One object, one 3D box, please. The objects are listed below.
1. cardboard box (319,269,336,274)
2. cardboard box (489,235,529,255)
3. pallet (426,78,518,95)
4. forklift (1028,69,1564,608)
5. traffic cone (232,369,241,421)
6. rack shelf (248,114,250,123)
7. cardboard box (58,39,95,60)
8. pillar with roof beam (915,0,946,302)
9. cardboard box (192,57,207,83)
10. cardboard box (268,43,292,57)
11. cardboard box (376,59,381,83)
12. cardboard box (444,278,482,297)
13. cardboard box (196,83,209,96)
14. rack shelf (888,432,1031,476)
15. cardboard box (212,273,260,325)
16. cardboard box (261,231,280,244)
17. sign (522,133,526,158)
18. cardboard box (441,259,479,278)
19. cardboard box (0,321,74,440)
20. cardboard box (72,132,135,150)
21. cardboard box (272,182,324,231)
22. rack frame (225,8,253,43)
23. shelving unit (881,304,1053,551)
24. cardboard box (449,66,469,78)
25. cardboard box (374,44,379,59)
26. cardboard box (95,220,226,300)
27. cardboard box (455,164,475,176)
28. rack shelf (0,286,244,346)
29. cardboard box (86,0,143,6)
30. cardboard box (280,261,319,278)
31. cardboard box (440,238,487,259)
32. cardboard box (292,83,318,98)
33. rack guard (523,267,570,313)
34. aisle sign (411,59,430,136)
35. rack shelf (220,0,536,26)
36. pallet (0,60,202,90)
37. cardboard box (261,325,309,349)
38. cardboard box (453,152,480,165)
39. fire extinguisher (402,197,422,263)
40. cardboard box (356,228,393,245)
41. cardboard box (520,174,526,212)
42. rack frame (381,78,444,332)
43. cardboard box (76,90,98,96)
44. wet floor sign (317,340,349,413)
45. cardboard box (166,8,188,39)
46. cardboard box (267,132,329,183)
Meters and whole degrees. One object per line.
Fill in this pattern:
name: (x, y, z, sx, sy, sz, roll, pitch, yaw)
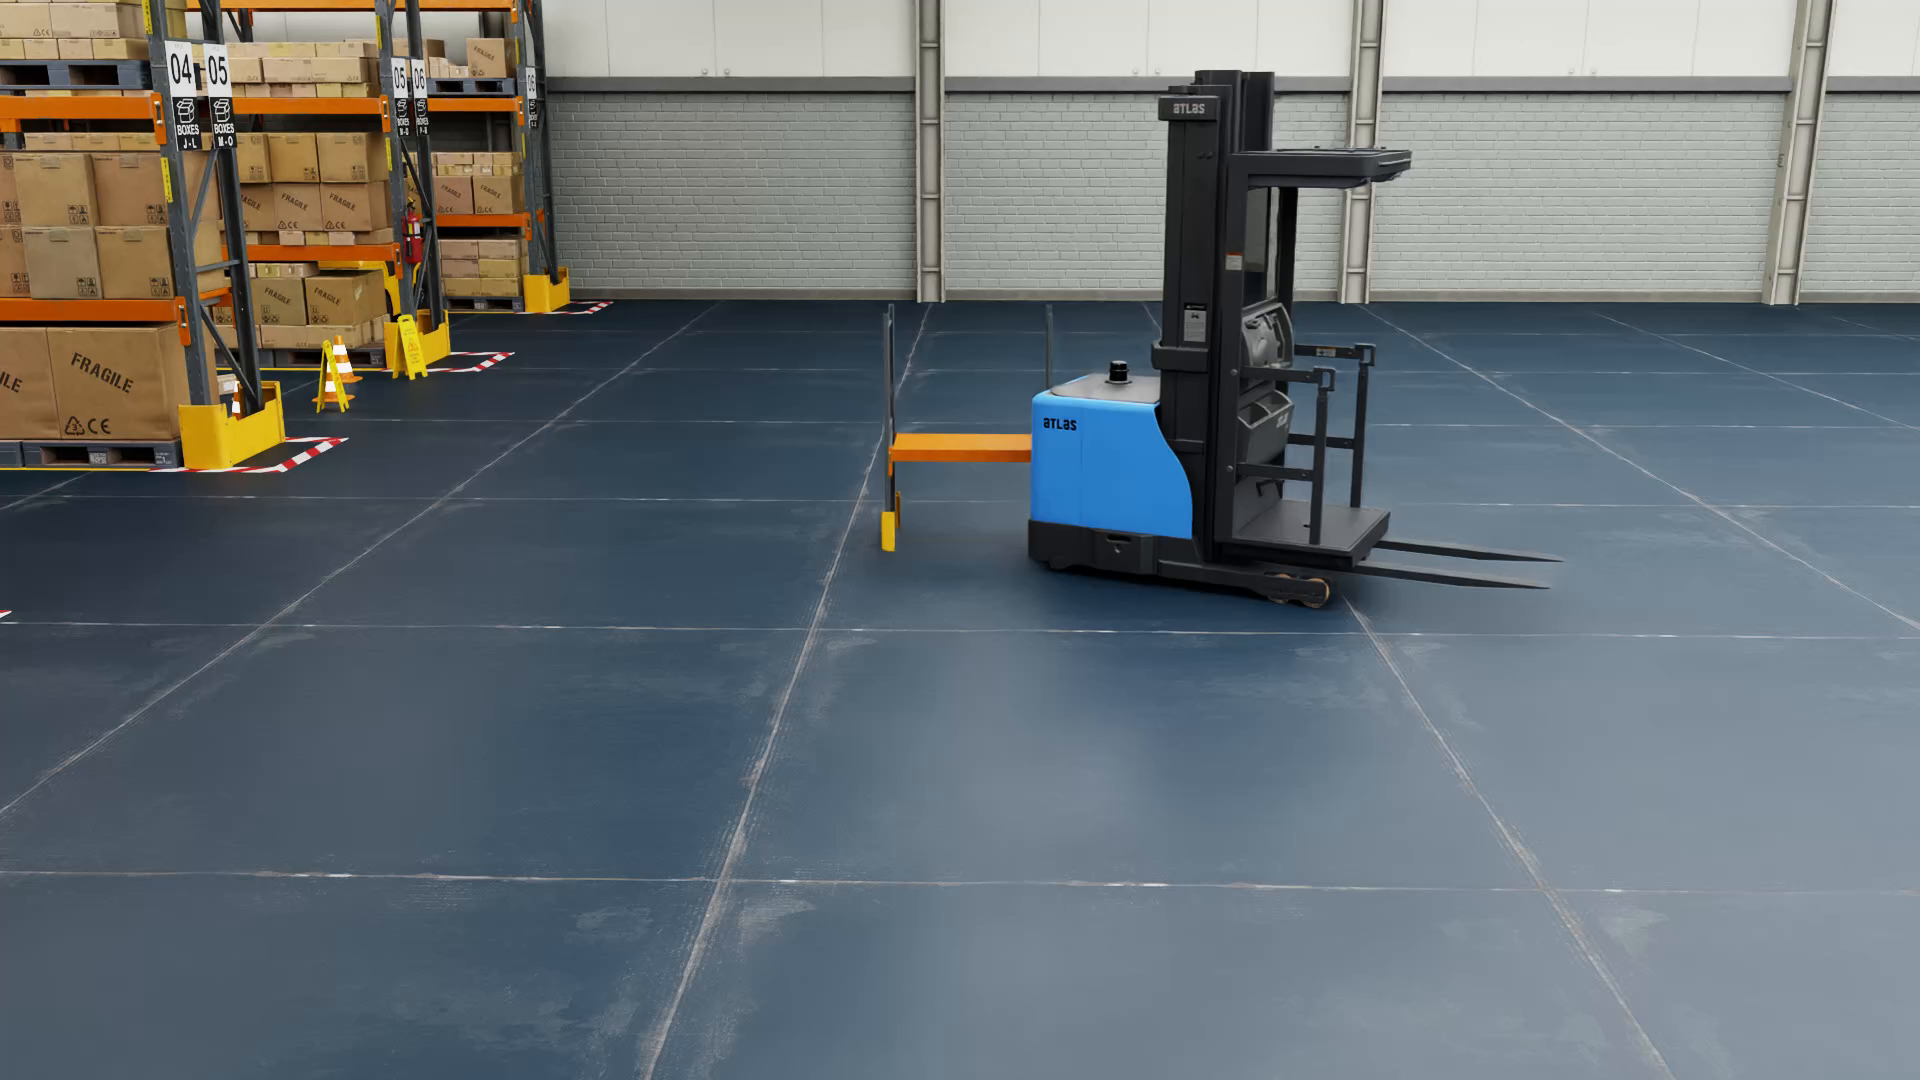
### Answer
cardboard box: (-7.206, -2.725, 18.385, 0.500, 0.500, 0.500, 0, 15, -1)
cardboard box: (-6.212, -4.085, 23.050, 0.500, 0.250, 0.500, 0, 15, 1)
pallet: (-6.443, -6.095, 22.357, 1.213, 0.211, 1.003, 0, 15, 1)
forklift: (1.970, -1.189, 9.601, 3.031, 2.935, 1.130, 7, 16, 25)
traffic cone: (-6.380, -1.287, 14.810, 0.334, 0.463, 0.336, 0, 15, 1)
rack shelf: (-11.735, -5.818, 22.543, 4.000, 0.370, 1.077, 0, 15, 1)
cardboard box: (-6.478, -3.646, 12.371, 0.250, 0.149, 0.380, 0, 15, 2)
pillar with roof beam: (-0.522, -6.675, 18.499, 0.400, 9.000, 9.100, 0, 15, 1)
cardboard box: (-7.905, -4.876, 17.270, 0.500, 0.250, 0.500, 1, 15, 2)
cardboard box: (-6.970, -5.075, 17.247, 0.250, 0.149, 0.380, 0, 15, 2)
cardboard box: (-6.356, -5.004, 17.756, 0.500, 0.250, 0.500, 0, 15, 0)
cardboard box: (-6.711, -3.478, 22.711, 0.500, 0.250, 0.500, 0, 15, 1)
cardboard box: (-7.760, -4.669, 17.270, 0.250, 0.149, 0.380, 0, 15, 1)
rack shelf: (0.057, -0.555, 10.708, 1.000, 0.185, 0.538, 0, 15, 2)
cardboard box: (-7.693, -2.593, 17.886, 0.500, 0.500, 0.500, 0, 15, 0)
cardboard box: (-7.262, -3.249, 17.768, 0.250, 0.149, 0.380, 1, 15, 2)
sign: (-5.765, -5.213, 21.984, 0.005, 0.325, 0.100, 0, 15, 1)
cardboard box: (-6.732, -3.721, 22.652, 0.500, 0.250, 0.500, 0, 15, 1)
cardboard box: (-7.444, -1.316, 13.291, 0.875, 0.875, 0.875, 0, 15, 1)
cardboard box: (-8.914, -4.045, 17.554, 0.500, 0.500, 0.700, 0, 15, 2)
cardboard box: (-6.910, -3.541, 17.601, 0.500, 0.500, 0.500, 0, 15, 2)
rack frame: (-9.735, -7.603, 22.019, 0.127, 3.000, 1.000, 0, 15, 1)
shelving unit: (0.048, -0.729, 10.662, 1.083, 1.500, 0.587, 0, 15, 2)
cardboard box: (-6.573, -6.185, 21.996, 0.250, 0.149, 0.380, 0, 15, 0)
cardboard box: (-6.210, -5.180, 17.641, 0.250, 0.149, 0.380, 0, 15, 1)
cardboard box: (-6.257, -2.211, 13.047, 0.550, 0.550, 0.875, 0, 15, 1)
cardboard box: (-6.605, -4.981, 22.371, 0.250, 0.149, 0.380, 1, 15, 2)
rack shelf: (-7.885, -1.813, 13.242, 4.000, 0.370, 1.077, 0, 15, 1)
cardboard box: (-6.231, -4.029, 12.262, 0.250, 0.149, 0.380, 1, 15, 2)
cardboard box: (-7.036, -2.885, 17.718, 0.250, 0.149, 0.380, 1, 15, 3)
cardboard box: (-6.716, -3.959, 22.572, 0.500, 0.250, 0.500, 1, 15, 2)
cardboard box: (-6.738, -4.674, 17.290, 0.250, 0.149, 0.380, 1, 15, 3)
rack guard: (-5.713, -3.468, 23.004, 0.348, 0.500, 1.175, 0, 15, 1)
aisle sign: (-5.790, -4.746, 17.854, 0.004, 0.787, 0.394, 0, 15, 1)
rack shelf: (-7.736, -7.049, 22.113, 4.000, 0.370, 1.077, 0, 15, 1)
pallet: (-6.627, -3.557, 12.737, 1.213, 0.211, 1.003, 0, 15, 1)
cardboard box: (-7.192, -2.226, 17.965, 0.500, 0.250, 0.500, 0, 15, 2)
cardboard box: (-6.610, -5.119, 22.314, 0.250, 0.149, 0.380, 1, 15, 3)
fire extinguisher: (-5.757, -3.255, 17.449, 0.183, 0.674, 0.296, 0, 15, 1)
cardboard box: (-6.239, -3.237, 17.722, 0.250, 0.149, 0.380, 1, 15, 3)
cardboard box: (-6.225, -4.799, 22.954, 0.500, 0.500, 0.500, 1, 15, 3)
rack frame: (-5.860, -3.411, 17.888, 0.127, 3.000, 1.000, 0, 15, 1)
cardboard box: (-9.042, -4.712, 17.431, 0.250, 0.149, 0.380, 0, 15, 1)
wet floor sign: (-5.806, -1.514, 15.314, 0.232, 0.644, 0.267, -2, 15, -8)
cardboard box: (-6.361, -3.989, 12.893, 0.500, 0.250, 0.500, 0, 15, 1)
cardboard box: (-6.882, -4.039, 17.531, 0.500, 0.500, 0.700, 1, 15, 2)
